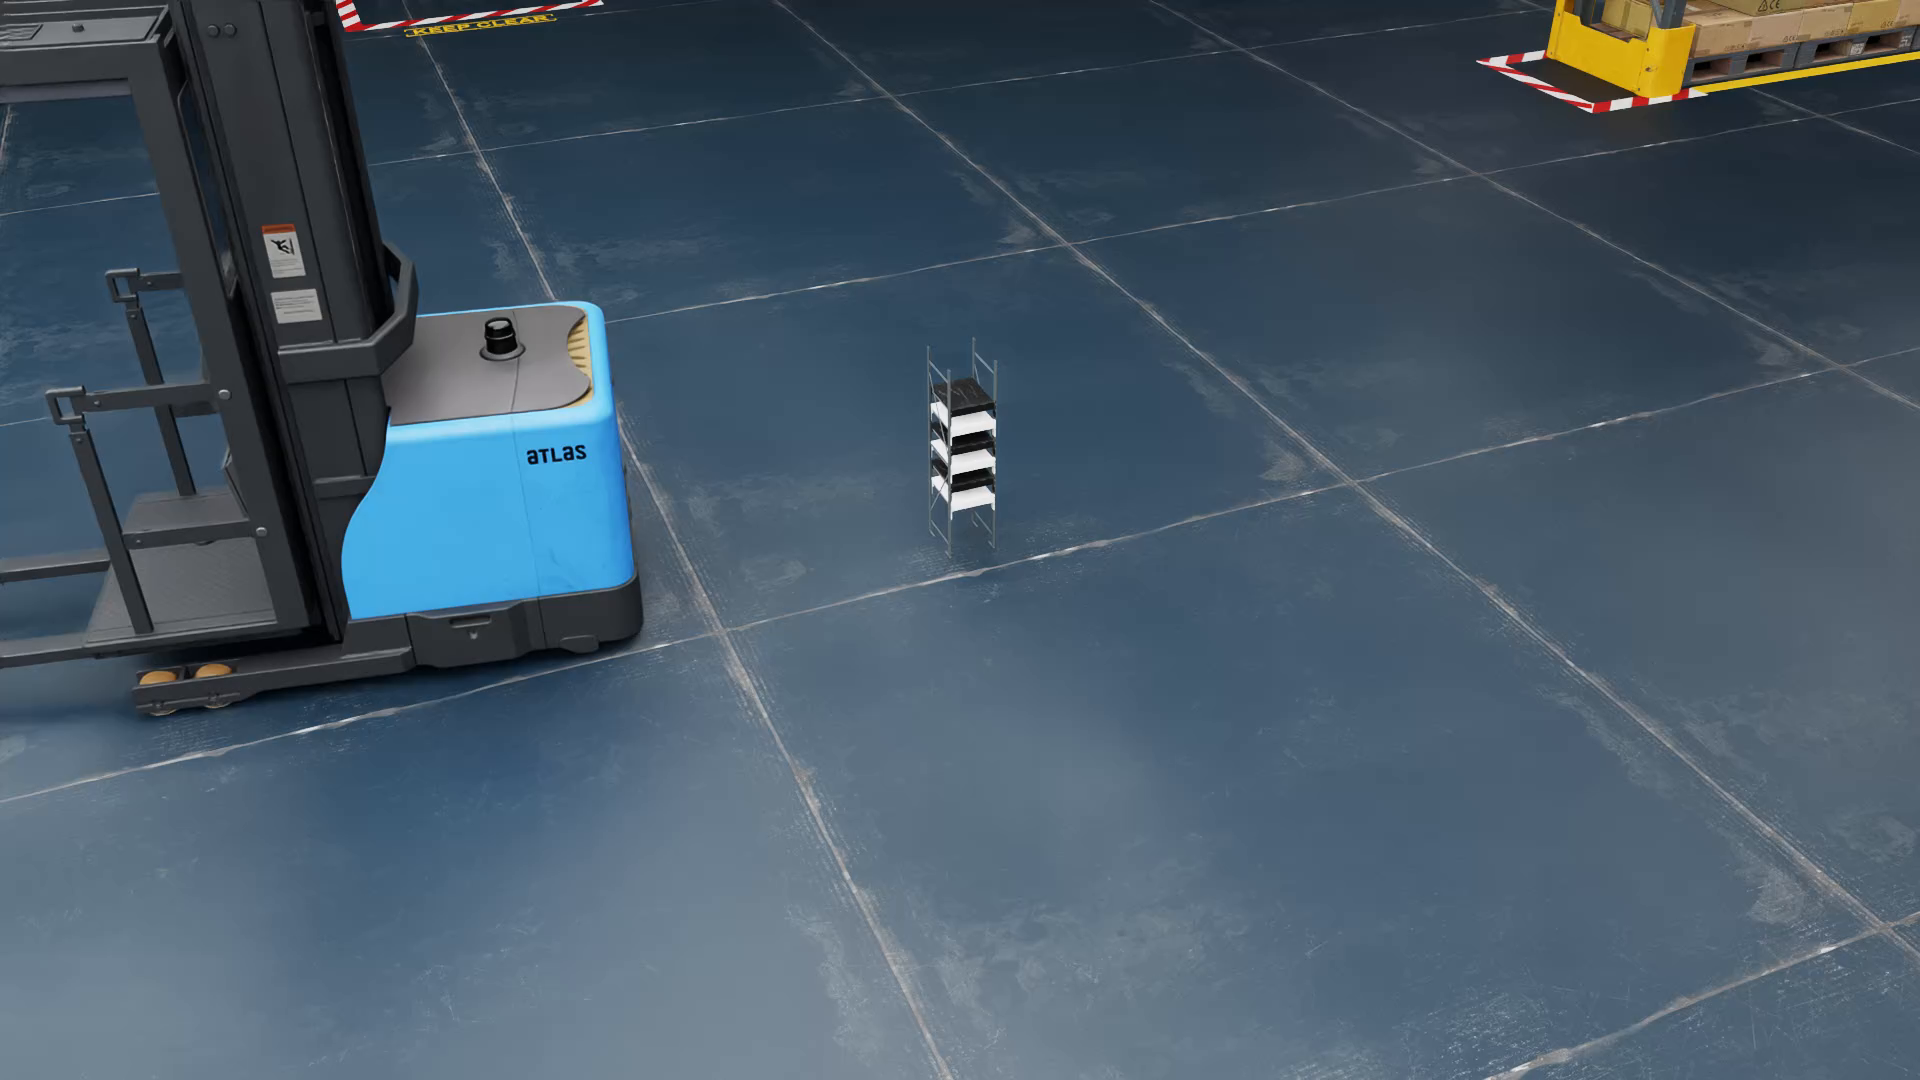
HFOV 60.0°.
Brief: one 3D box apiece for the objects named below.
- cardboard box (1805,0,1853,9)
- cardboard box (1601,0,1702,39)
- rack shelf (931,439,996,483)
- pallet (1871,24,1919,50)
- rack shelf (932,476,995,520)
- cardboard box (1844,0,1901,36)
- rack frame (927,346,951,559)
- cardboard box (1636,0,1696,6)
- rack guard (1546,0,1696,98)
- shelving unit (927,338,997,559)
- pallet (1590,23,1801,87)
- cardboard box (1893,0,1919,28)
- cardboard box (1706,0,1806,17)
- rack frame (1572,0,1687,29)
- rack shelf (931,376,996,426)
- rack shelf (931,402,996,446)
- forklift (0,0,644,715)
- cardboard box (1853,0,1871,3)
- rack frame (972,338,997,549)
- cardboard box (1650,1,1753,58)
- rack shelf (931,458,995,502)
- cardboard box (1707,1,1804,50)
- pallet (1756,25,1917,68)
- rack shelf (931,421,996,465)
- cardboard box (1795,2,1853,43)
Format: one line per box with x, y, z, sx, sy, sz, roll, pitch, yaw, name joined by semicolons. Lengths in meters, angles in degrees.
6.509;-4.397;12.705;0.500;0.500;0.500;-13;35;-19;cardboard box
5.392;-4.124;12.974;0.500;0.250;0.500;-13;35;-19;cardboard box
0.007;-0.351;7.025;0.200;0.077;0.258;-13;35;-19;rack shelf
7.951;-4.368;13.769;1.213;0.211;1.003;-13;35;-19;pallet
0.007;-0.200;7.124;0.200;0.077;0.258;-13;35;-19;rack shelf
6.977;-4.180;13.060;0.500;0.250;0.500;-13;35;-19;cardboard box
-0.086;-0.357;6.974;0.006;0.900;0.240;-13;35;-19;rack frame
5.392;-4.440;12.771;0.500;0.500;0.500;-13;35;-19;cardboard box
4.990;-3.786;12.611;0.348;0.500;1.175;-13;35;-19;rack guard
0.007;-0.379;7.007;0.210;0.900;0.258;-13;35;-19;shelving unit
5.701;-3.853;12.978;1.213;0.211;1.003;-13;35;-19;pallet
7.437;-4.286;13.222;0.500;0.250;0.500;-13;35;-19;cardboard box
6.053;-4.285;12.533;0.500;0.500;0.500;-13;35;-19;cardboard box
5.012;-4.839;11.937;0.127;3.000;1.000;-13;35;-19;rack frame
0.007;-0.577;6.878;0.200;0.077;0.258;-13;35;-19;rack shelf
0.007;-0.502;6.927;0.200;0.077;0.258;-13;35;-19;rack shelf
-2.829;-0.888;5.927;3.031;2.935;1.130;-7;34;-11;forklift
6.977;-4.493;12.854;0.500;0.500;0.500;-13;35;-19;cardboard box
0.101;-0.400;7.040;0.006;0.900;0.240;-13;35;-19;rack frame
5.593;-3.864;12.574;0.500;0.250;0.500;-13;35;-19;cardboard box
0.007;-0.276;7.074;0.200;0.077;0.258;-13;35;-19;rack shelf
6.053;-3.971;12.739;0.500;0.250;0.500;-13;35;-19;cardboard box
6.824;-4.108;13.370;1.213;0.211;1.003;-13;35;-19;pallet
0.007;-0.426;6.976;0.200;0.077;0.258;-13;35;-19;rack shelf
6.514;-4.077;12.901;0.500;0.250;0.500;-13;35;-19;cardboard box
